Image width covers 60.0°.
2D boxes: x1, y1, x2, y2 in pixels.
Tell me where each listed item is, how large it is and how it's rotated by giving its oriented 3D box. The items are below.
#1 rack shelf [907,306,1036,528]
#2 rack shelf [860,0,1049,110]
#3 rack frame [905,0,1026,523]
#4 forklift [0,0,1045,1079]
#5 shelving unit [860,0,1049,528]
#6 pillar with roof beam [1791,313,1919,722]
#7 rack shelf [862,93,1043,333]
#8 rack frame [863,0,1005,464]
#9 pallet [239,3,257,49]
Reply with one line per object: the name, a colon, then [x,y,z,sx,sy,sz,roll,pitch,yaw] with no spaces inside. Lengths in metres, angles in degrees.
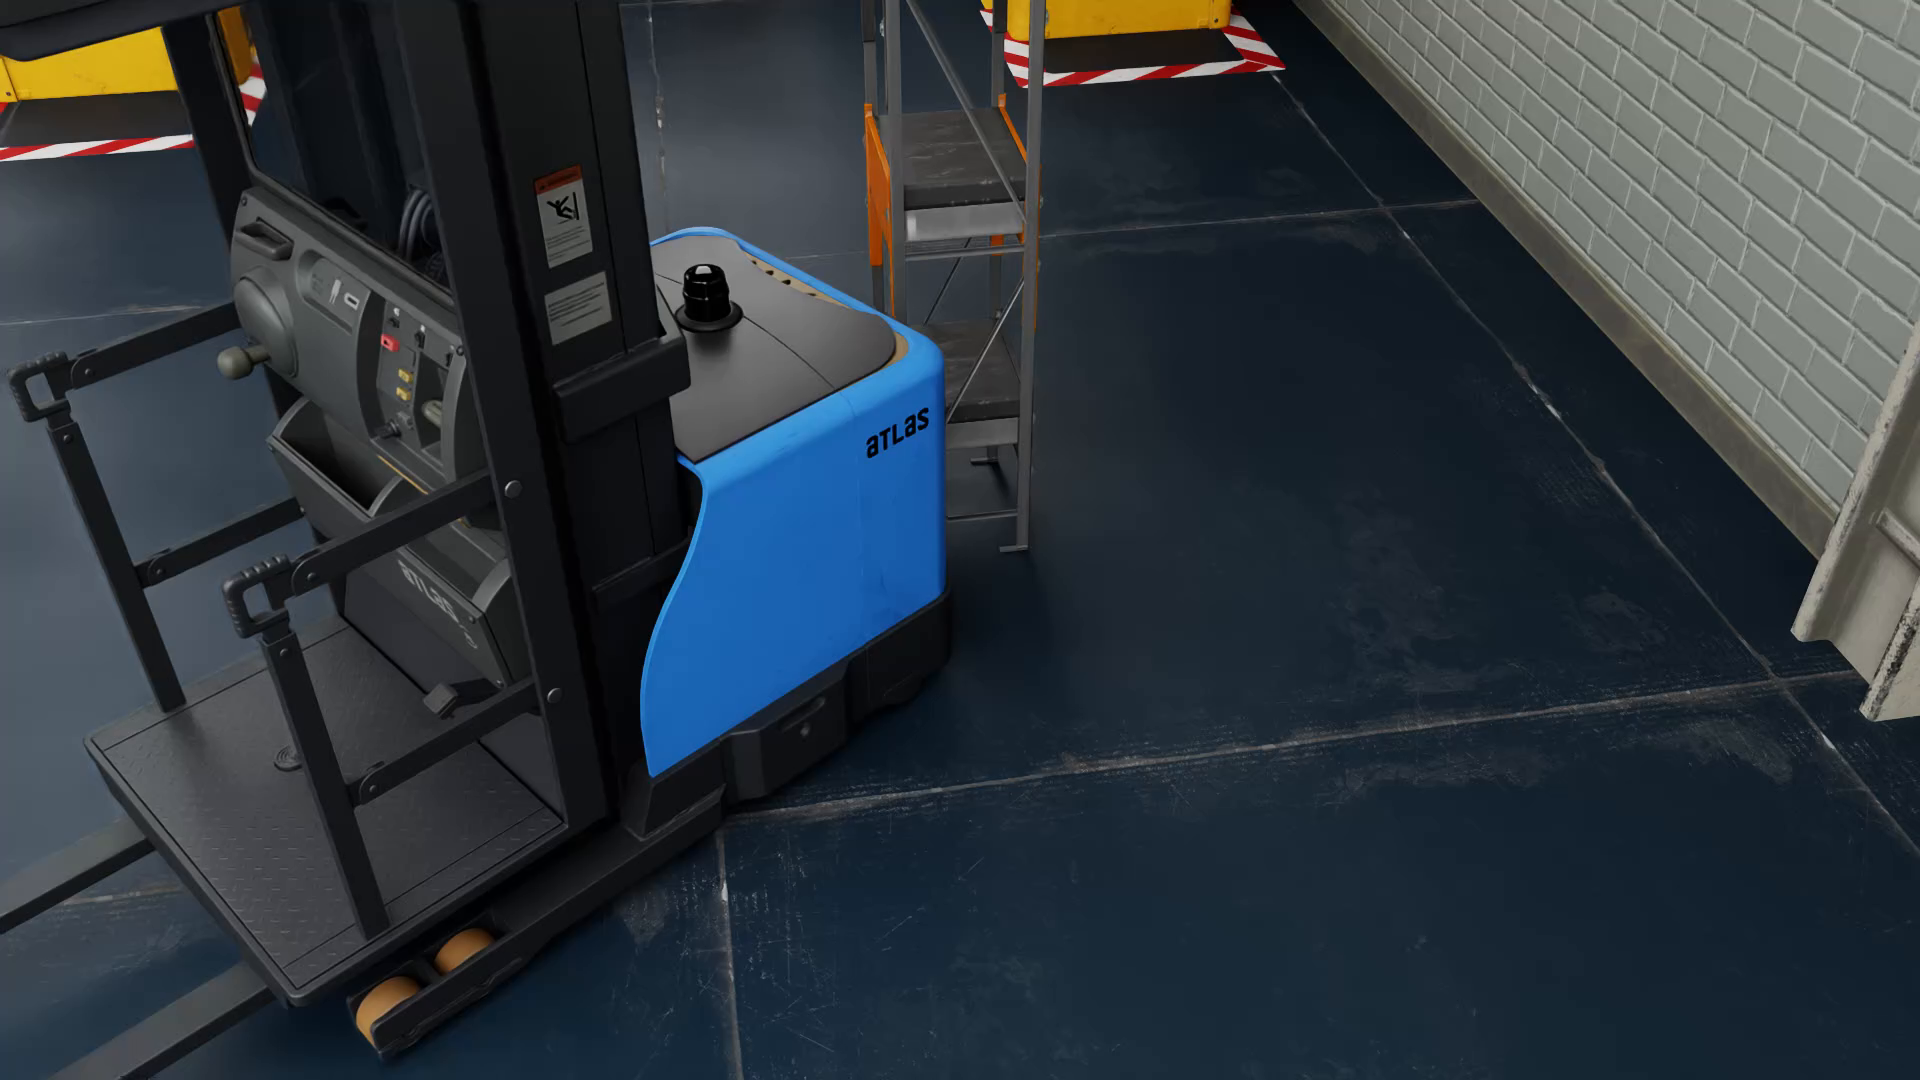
rack shelf: [-0.029,-0.366,5.172,0.431,0.518,0.480,-6,38,-8]
rack shelf: [-0.029,-1.471,4.313,0.431,0.518,0.480,-6,38,-8]
rack frame: [0.015,-0.782,4.545,0.380,1.831,0.006,-6,38,-8]
forklift: [-1.235,-0.478,3.476,3.560,2.935,1.130,-31,48,-34]
shelving unit: [-0.029,-0.930,4.736,0.431,2.100,0.499,-6,38,-8]
pillar with roof beam: [-1.603,-2.724,1.421,9.100,9.000,0.400,-6,38,-8]
rack shelf: [-0.029,-0.918,4.743,0.431,0.518,0.480,-6,38,-8]
rack frame: [-0.072,-1.077,4.924,0.400,2.100,0.015,-6,38,-8]
pallet: [-4.189,-2.828,8.718,1.003,0.211,1.213,-6,38,-8]
